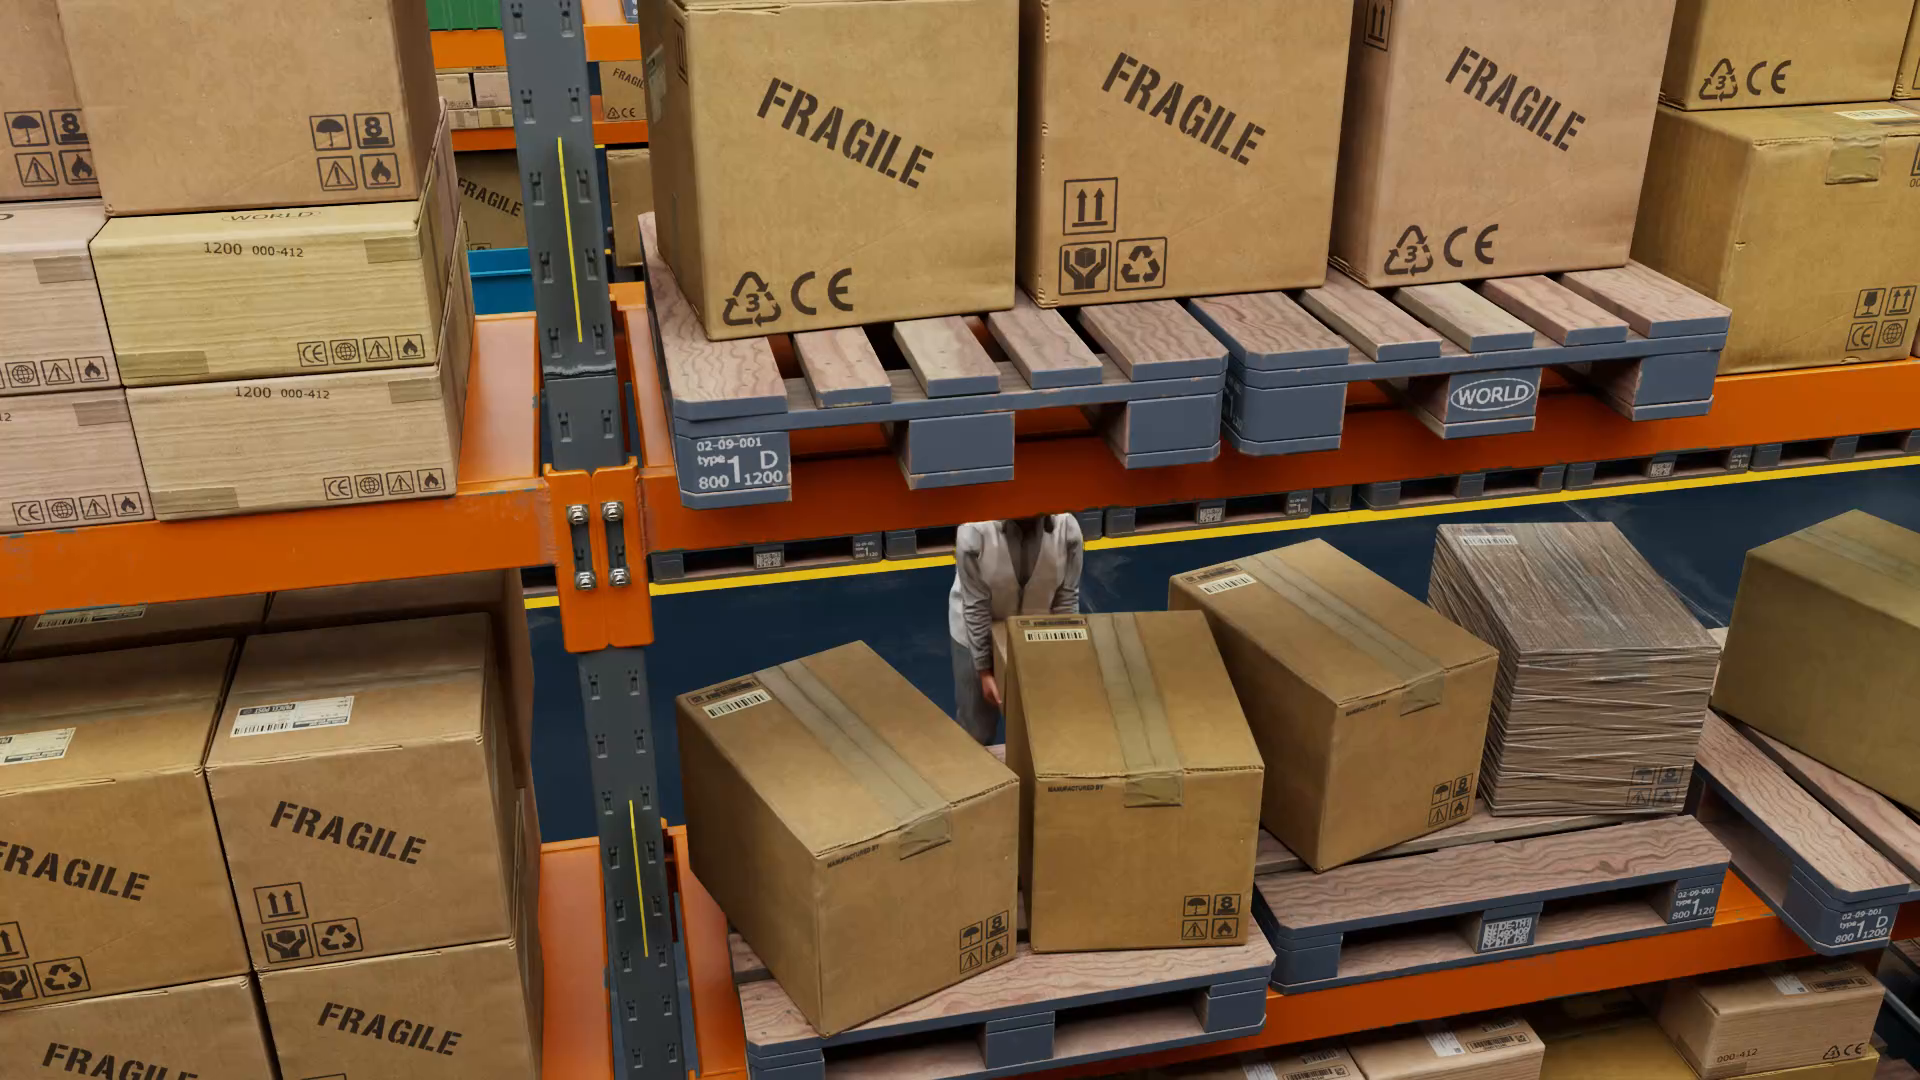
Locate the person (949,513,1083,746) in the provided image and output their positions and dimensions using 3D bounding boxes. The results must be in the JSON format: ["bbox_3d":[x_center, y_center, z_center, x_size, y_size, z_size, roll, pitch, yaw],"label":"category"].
[{"bbox_3d":[0.218,0.409,6.295,0.484,1.756,0.584,-6,27,-13],"label":"person"}]
